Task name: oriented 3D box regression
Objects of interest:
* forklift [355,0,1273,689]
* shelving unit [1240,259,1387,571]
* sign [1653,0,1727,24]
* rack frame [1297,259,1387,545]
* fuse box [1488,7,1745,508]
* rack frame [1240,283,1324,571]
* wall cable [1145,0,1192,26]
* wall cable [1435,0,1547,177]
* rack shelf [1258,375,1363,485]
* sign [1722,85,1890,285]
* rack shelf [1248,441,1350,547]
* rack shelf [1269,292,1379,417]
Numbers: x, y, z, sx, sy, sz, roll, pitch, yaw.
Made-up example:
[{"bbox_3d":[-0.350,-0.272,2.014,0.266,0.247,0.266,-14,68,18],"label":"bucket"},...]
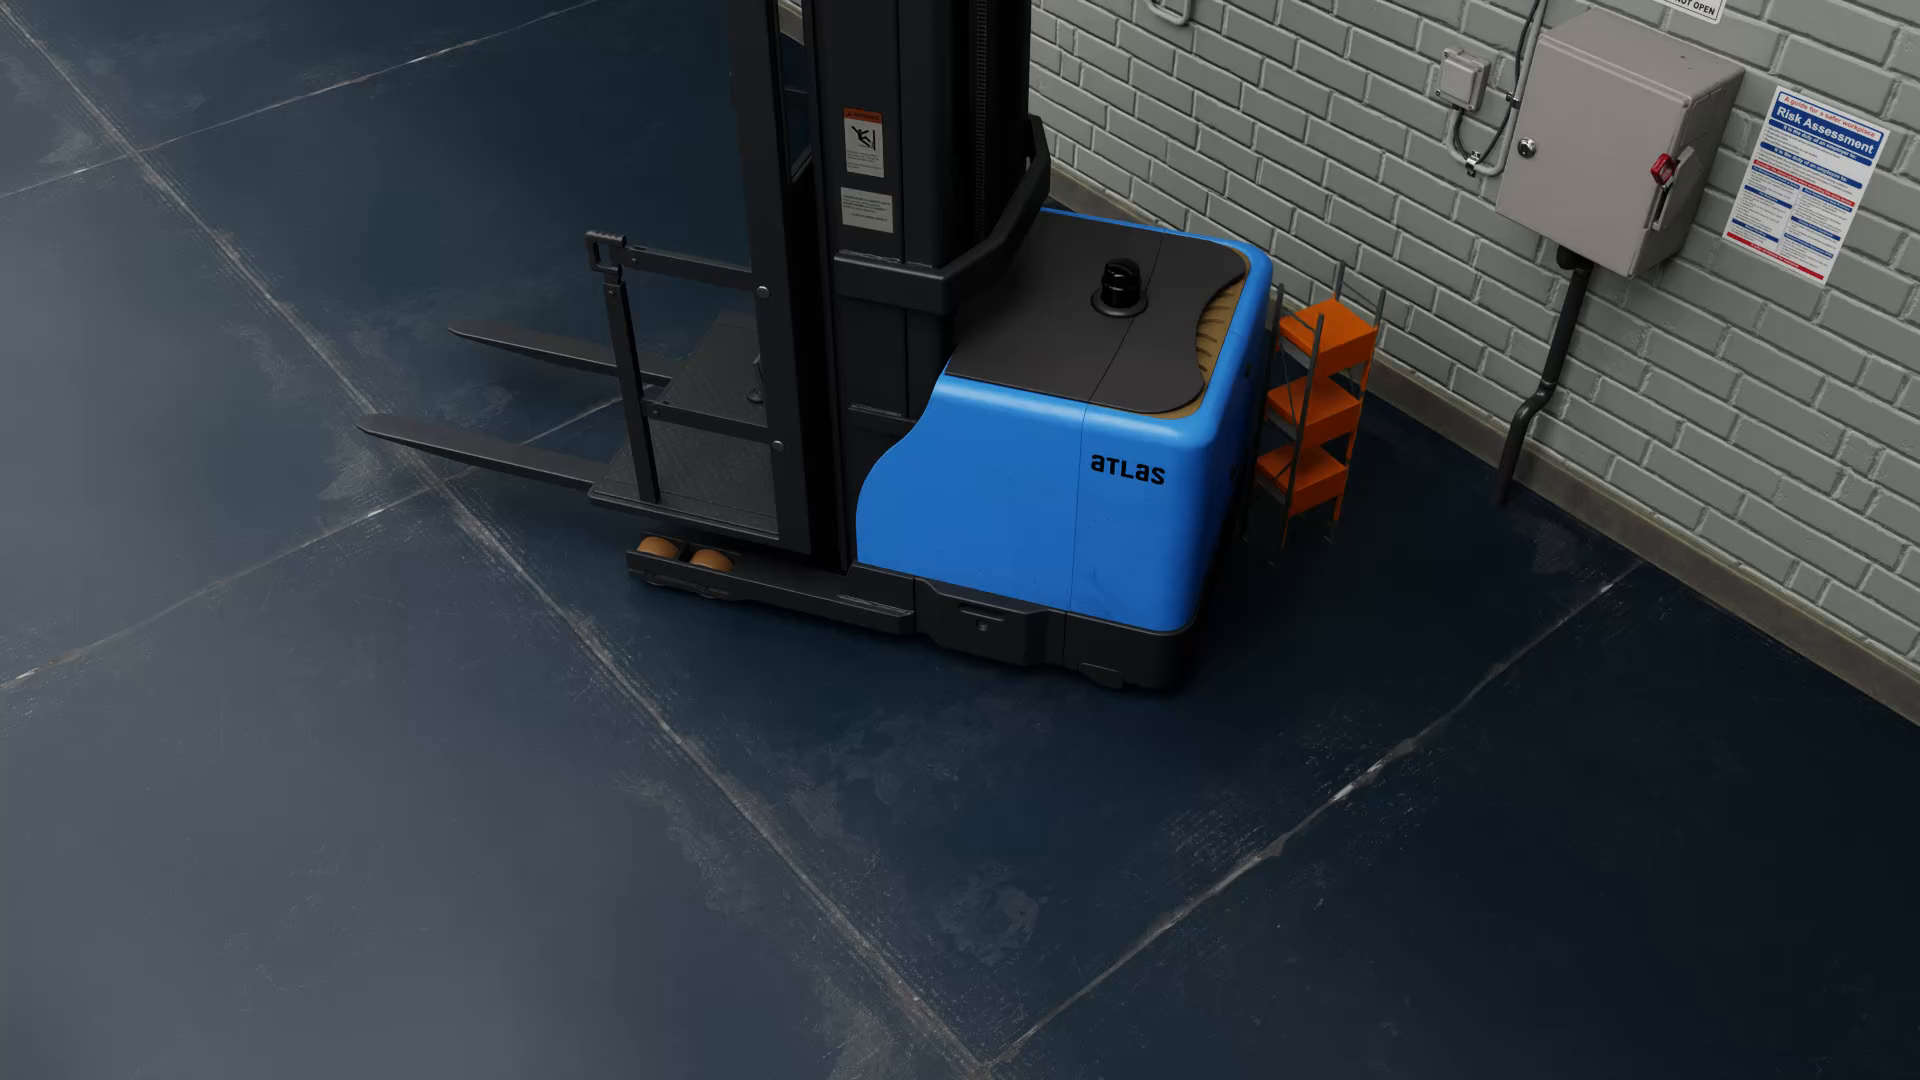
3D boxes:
[{"bbox_3d":[-0.591,-1.202,4.889,3.031,2.935,1.130,13,45,13],"label":"forklift"},{"bbox_3d":[1.128,-0.382,5.390,0.252,1.050,0.215,-23,48,-22],"label":"shelving unit"},{"bbox_3d":[2.020,-1.620,4.681,0.001,0.242,0.339,-30,51,-28],"label":"sign"},{"bbox_3d":[1.233,-0.426,5.436,0.008,1.050,0.200,-23,48,-22],"label":"rack frame"},{"bbox_3d":[1.897,-0.729,5.277,0.414,1.711,0.539,-30,51,-28],"label":"fuse box"},{"bbox_3d":[1.024,-0.339,5.343,0.008,1.050,0.200,-23,48,-22],"label":"rack frame"},{"bbox_3d":[0.661,-2.748,5.720,0.123,1.953,0.585,-30,51,-28],"label":"wall cable"},{"bbox_3d":[1.580,-1.997,4.943,0.122,1.984,0.588,-30,51,-28],"label":"wall cable"},{"bbox_3d":[1.128,-0.374,5.397,0.240,0.259,0.215,-23,48,-22],"label":"rack shelf"},{"bbox_3d":[2.373,-0.996,4.689,0.001,0.494,0.329,-30,51,-28],"label":"sign"},{"bbox_3d":[1.129,-0.172,5.587,0.240,0.259,0.215,-23,48,-22],"label":"rack shelf"},{"bbox_3d":[1.128,-0.582,5.203,0.240,0.259,0.215,-23,48,-22],"label":"rack shelf"}]
